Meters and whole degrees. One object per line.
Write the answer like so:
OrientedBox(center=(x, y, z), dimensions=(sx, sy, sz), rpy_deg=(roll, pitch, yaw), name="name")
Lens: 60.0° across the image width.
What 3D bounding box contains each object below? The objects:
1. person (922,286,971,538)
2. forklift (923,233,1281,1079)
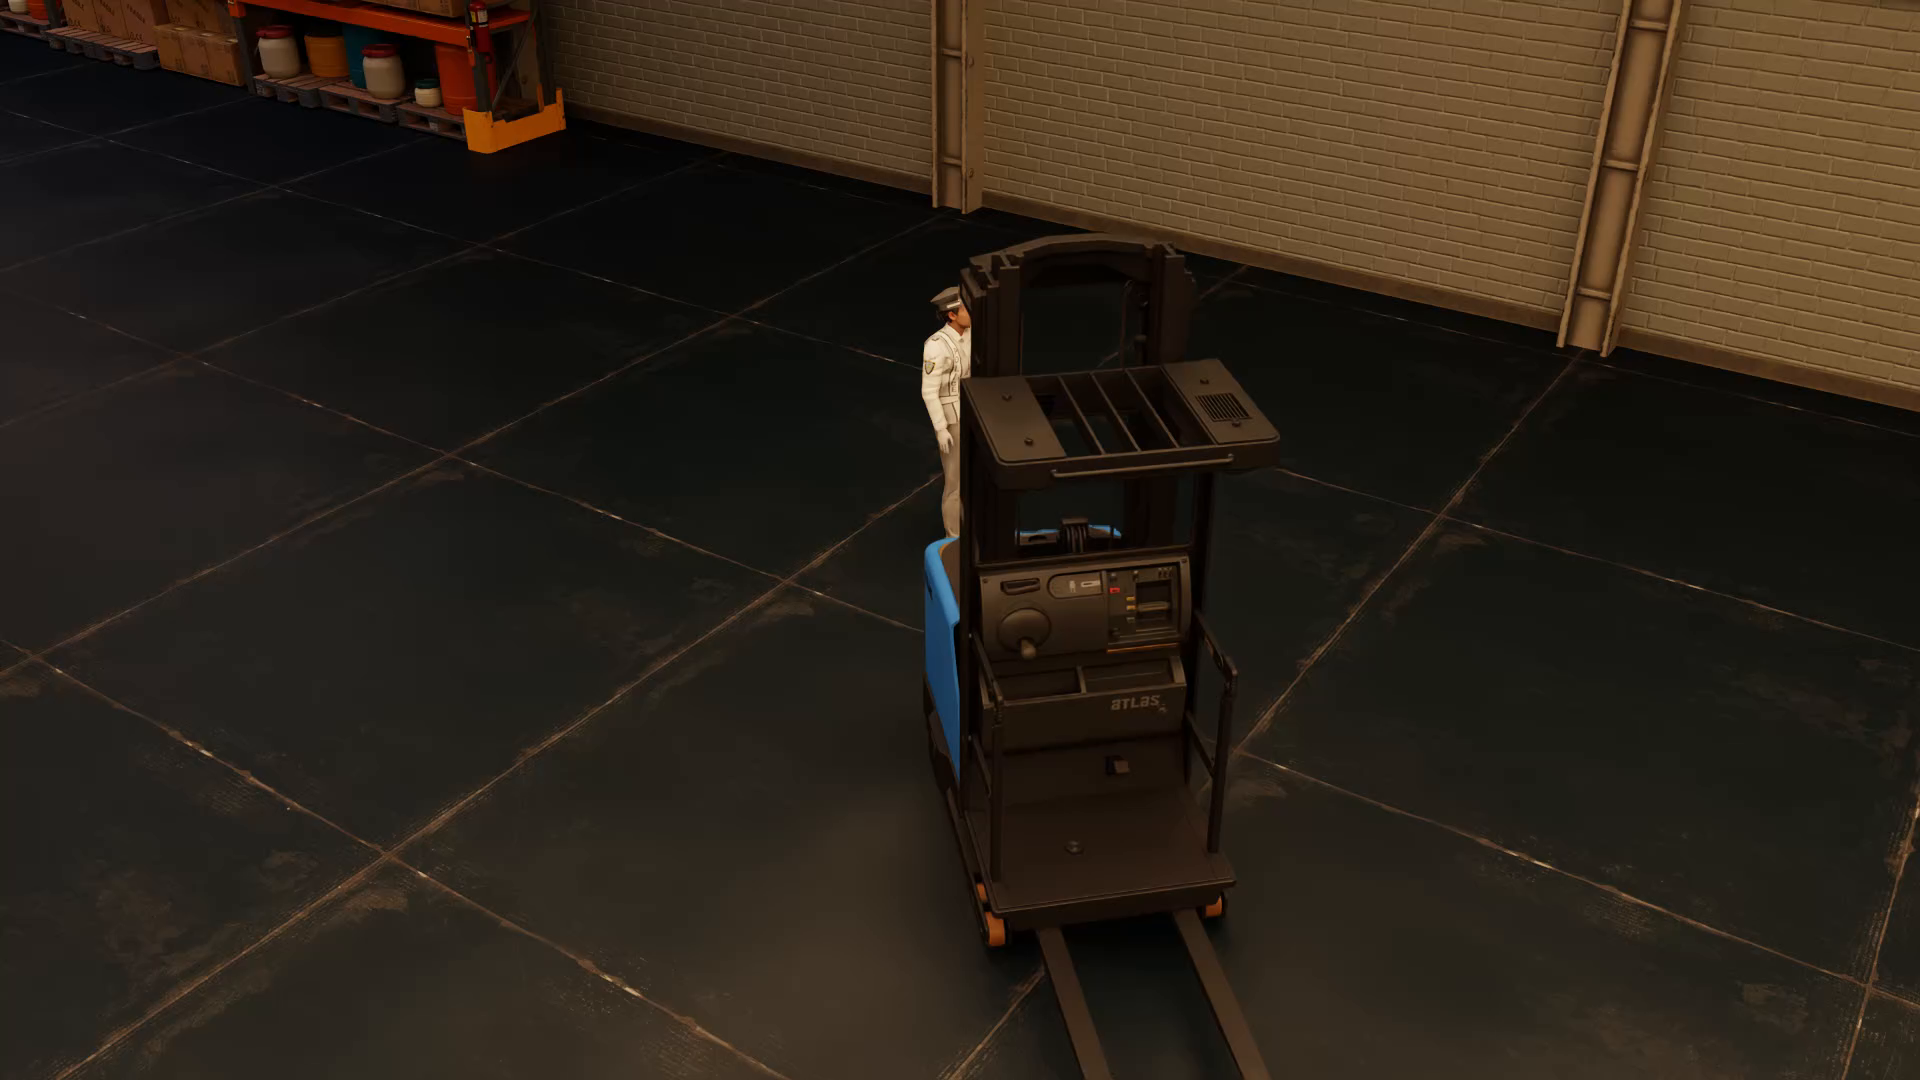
OrientedBox(center=(0.054, -0.717, 10.033), dimensions=(0.529, 1.694, 0.587), rpy_deg=(19, 35, 29), name="person")
OrientedBox(center=(0.588, 0.340, 6.996), dimensions=(1.130, 2.935, 3.031), rpy_deg=(-5, 31, -9), name="forklift")
